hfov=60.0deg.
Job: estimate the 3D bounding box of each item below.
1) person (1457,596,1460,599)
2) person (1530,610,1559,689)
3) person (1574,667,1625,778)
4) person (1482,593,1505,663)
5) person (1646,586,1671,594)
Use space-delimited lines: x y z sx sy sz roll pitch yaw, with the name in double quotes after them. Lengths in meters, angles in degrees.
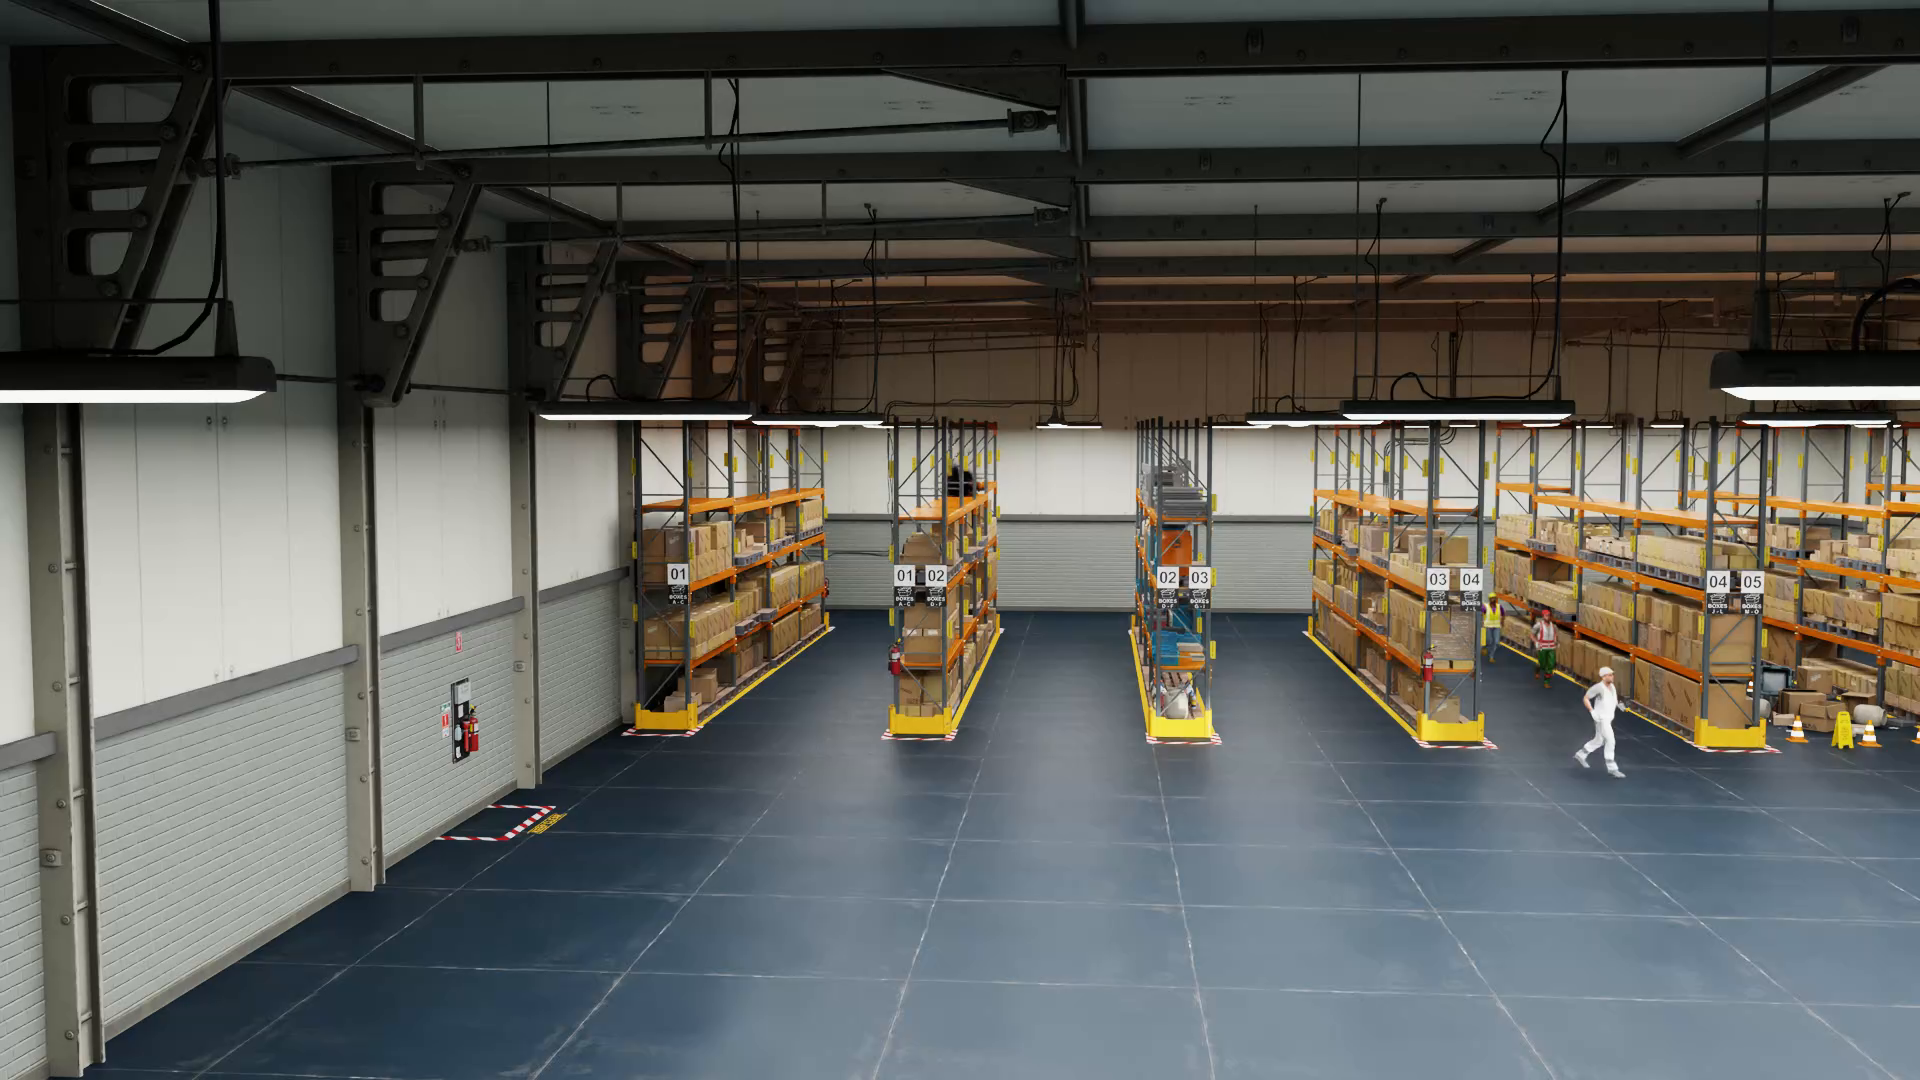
13.389 2.068 44.345 0.631 1.511 0.869 1 4 12 "person"
13.093 2.427 37.185 0.656 1.749 0.704 0 4 -3 "person"
10.702 2.995 27.736 0.649 1.794 0.924 -4 5 -45 "person"
13.222 2.174 41.343 0.710 1.735 0.652 0 4 1 "person"
19.874 1.800 47.225 0.846 1.762 0.614 1 4 12 "person"
